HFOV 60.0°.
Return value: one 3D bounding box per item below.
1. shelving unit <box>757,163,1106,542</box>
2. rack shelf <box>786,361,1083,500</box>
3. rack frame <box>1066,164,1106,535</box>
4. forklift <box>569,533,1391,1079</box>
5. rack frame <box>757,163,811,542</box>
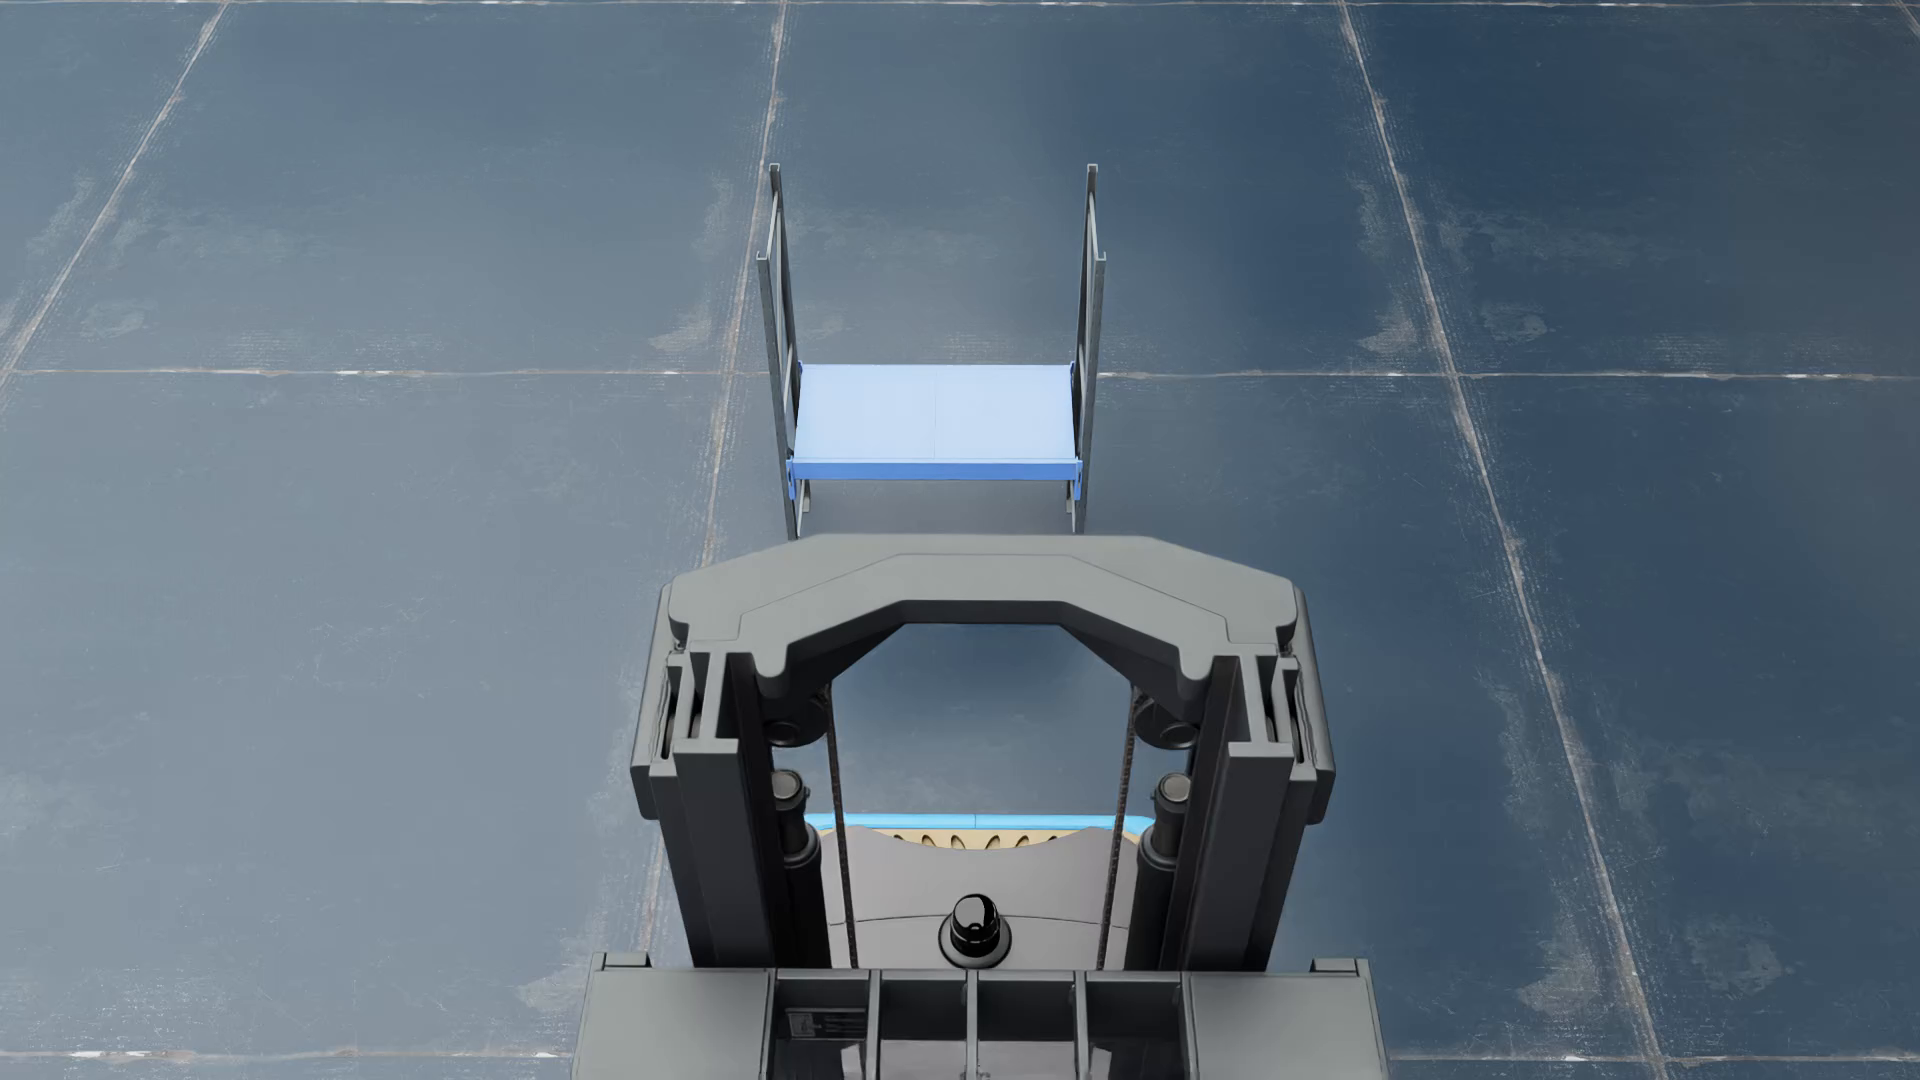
[{"bbox_3d":[-0.085,-0.511,5.701,1.048,1.500,0.538,0,47,0],"label":"shelving unit"},{"bbox_3d":[-0.085,-0.389,5.833,1.000,0.185,0.538,0,47,0],"label":"rack shelf"},{"bbox_3d":[0.423,-0.510,5.700,0.032,1.500,0.500,0,47,0],"label":"rack frame"},{"bbox_3d":[0.026,1.500,2.851,1.130,2.935,3.031,0,47,0],"label":"forklift"},{"bbox_3d":[-0.594,-0.513,5.703,0.032,1.500,0.500,0,47,0],"label":"rack frame"}]
